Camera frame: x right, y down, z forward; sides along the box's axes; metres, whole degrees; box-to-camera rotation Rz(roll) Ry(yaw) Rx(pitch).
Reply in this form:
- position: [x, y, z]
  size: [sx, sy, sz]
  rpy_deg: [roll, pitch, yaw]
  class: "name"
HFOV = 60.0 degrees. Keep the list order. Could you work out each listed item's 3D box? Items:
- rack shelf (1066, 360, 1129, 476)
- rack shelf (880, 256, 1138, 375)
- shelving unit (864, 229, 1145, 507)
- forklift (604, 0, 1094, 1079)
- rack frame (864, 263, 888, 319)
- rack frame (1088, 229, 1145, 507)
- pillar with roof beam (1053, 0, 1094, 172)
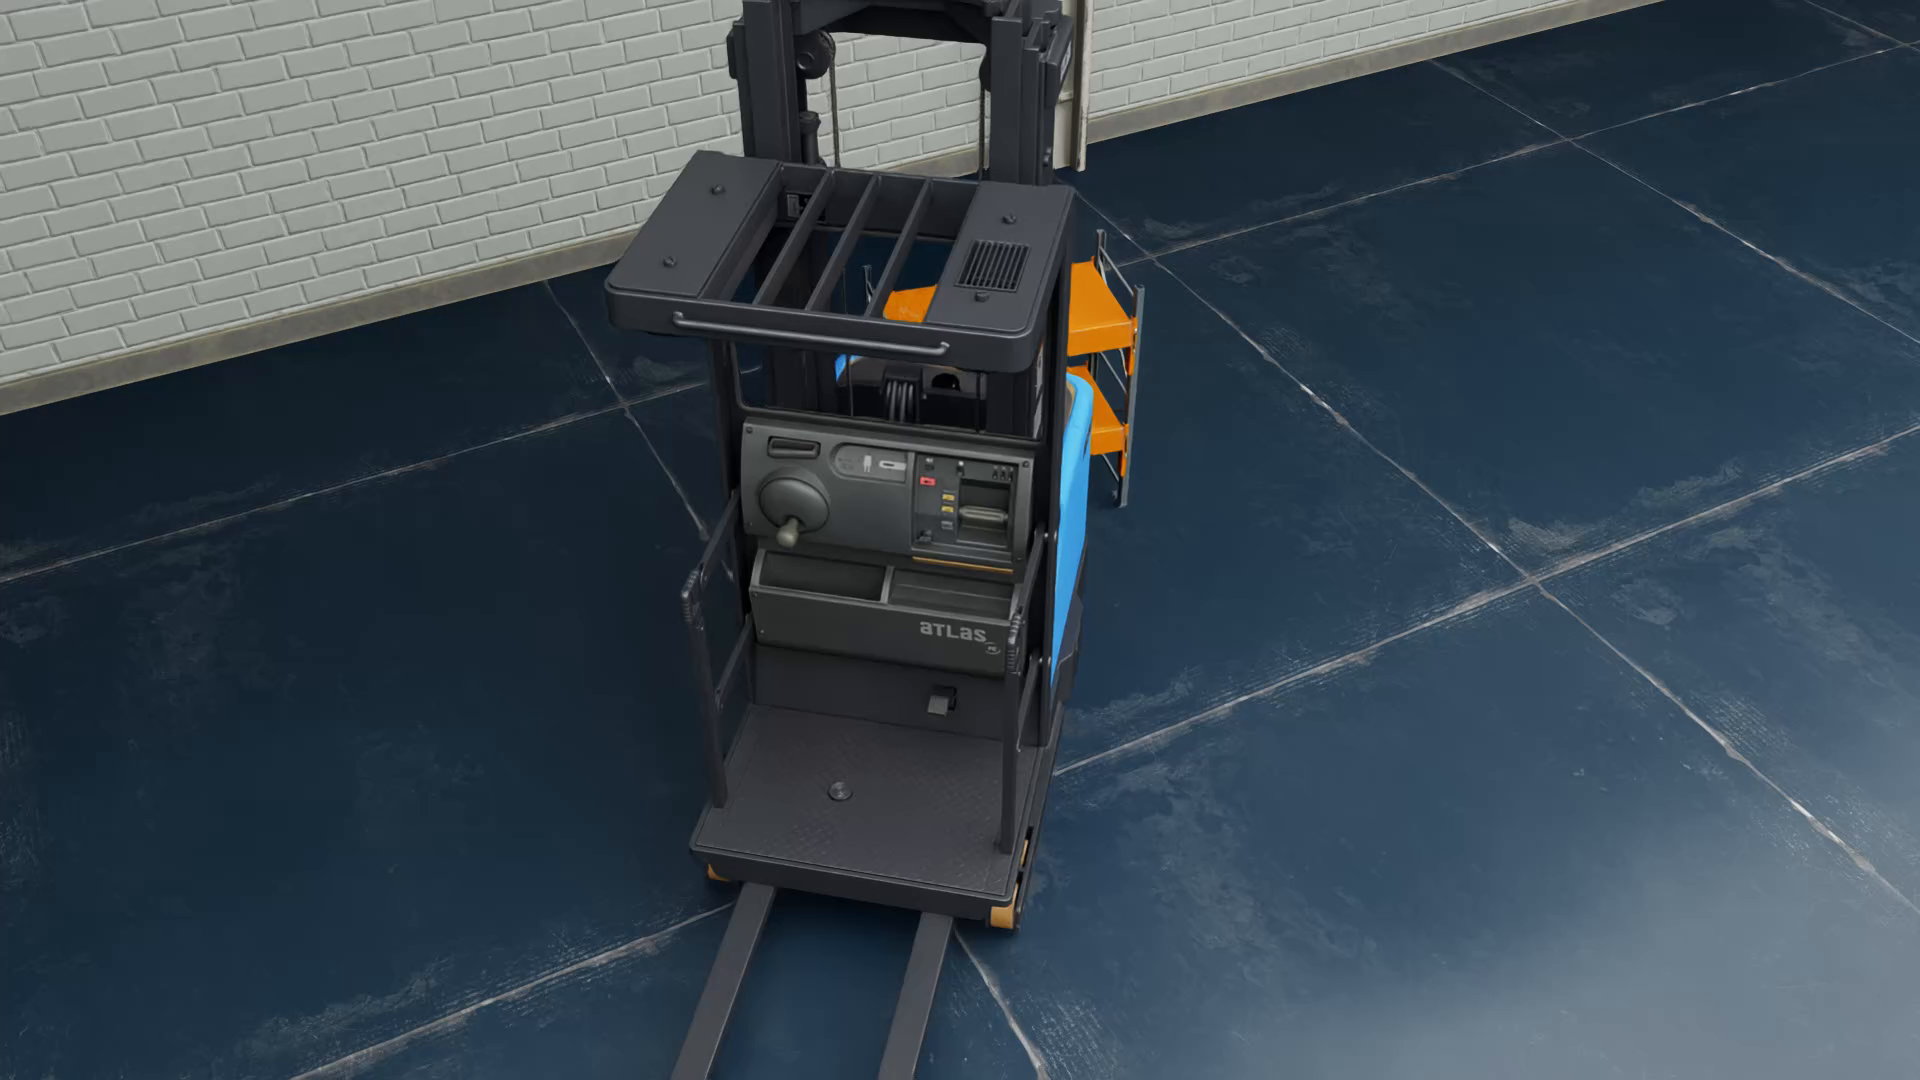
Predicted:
- position: [0.174, -0.459, 7.300]
  size: [1.000, 0.278, 0.538]
  rpy_deg: [-11, 41, -12]
  class: "rack shelf"
- position: [0.174, -0.869, 6.953]
  size: [1.000, 0.278, 0.538]
  rpy_deg: [-11, 41, -12]
  class: "rack shelf"
- position: [0.174, -0.645, 7.142]
  size: [1.048, 1.125, 0.538]
  rpy_deg: [-11, 41, -12]
  class: "shelving unit"
- position: [-0.276, -0.058, 5.050]
  size: [1.130, 2.935, 3.031]
  rpy_deg: [8, 41, 9]
  class: "forklift"
- position: [-0.315, -0.555, 7.035]
  size: [0.032, 1.125, 0.500]
  rpy_deg: [-11, 41, -12]
  class: "rack frame"
- position: [0.662, -0.736, 7.249]
  size: [0.032, 1.125, 0.500]
  rpy_deg: [-11, 41, -12]
  class: "rack frame"
- position: [2.487, -3.189, 4.052]
  size: [0.400, 9.000, 9.100]
  rpy_deg: [-19, 44, -21]
  class: "pillar with roof beam"
